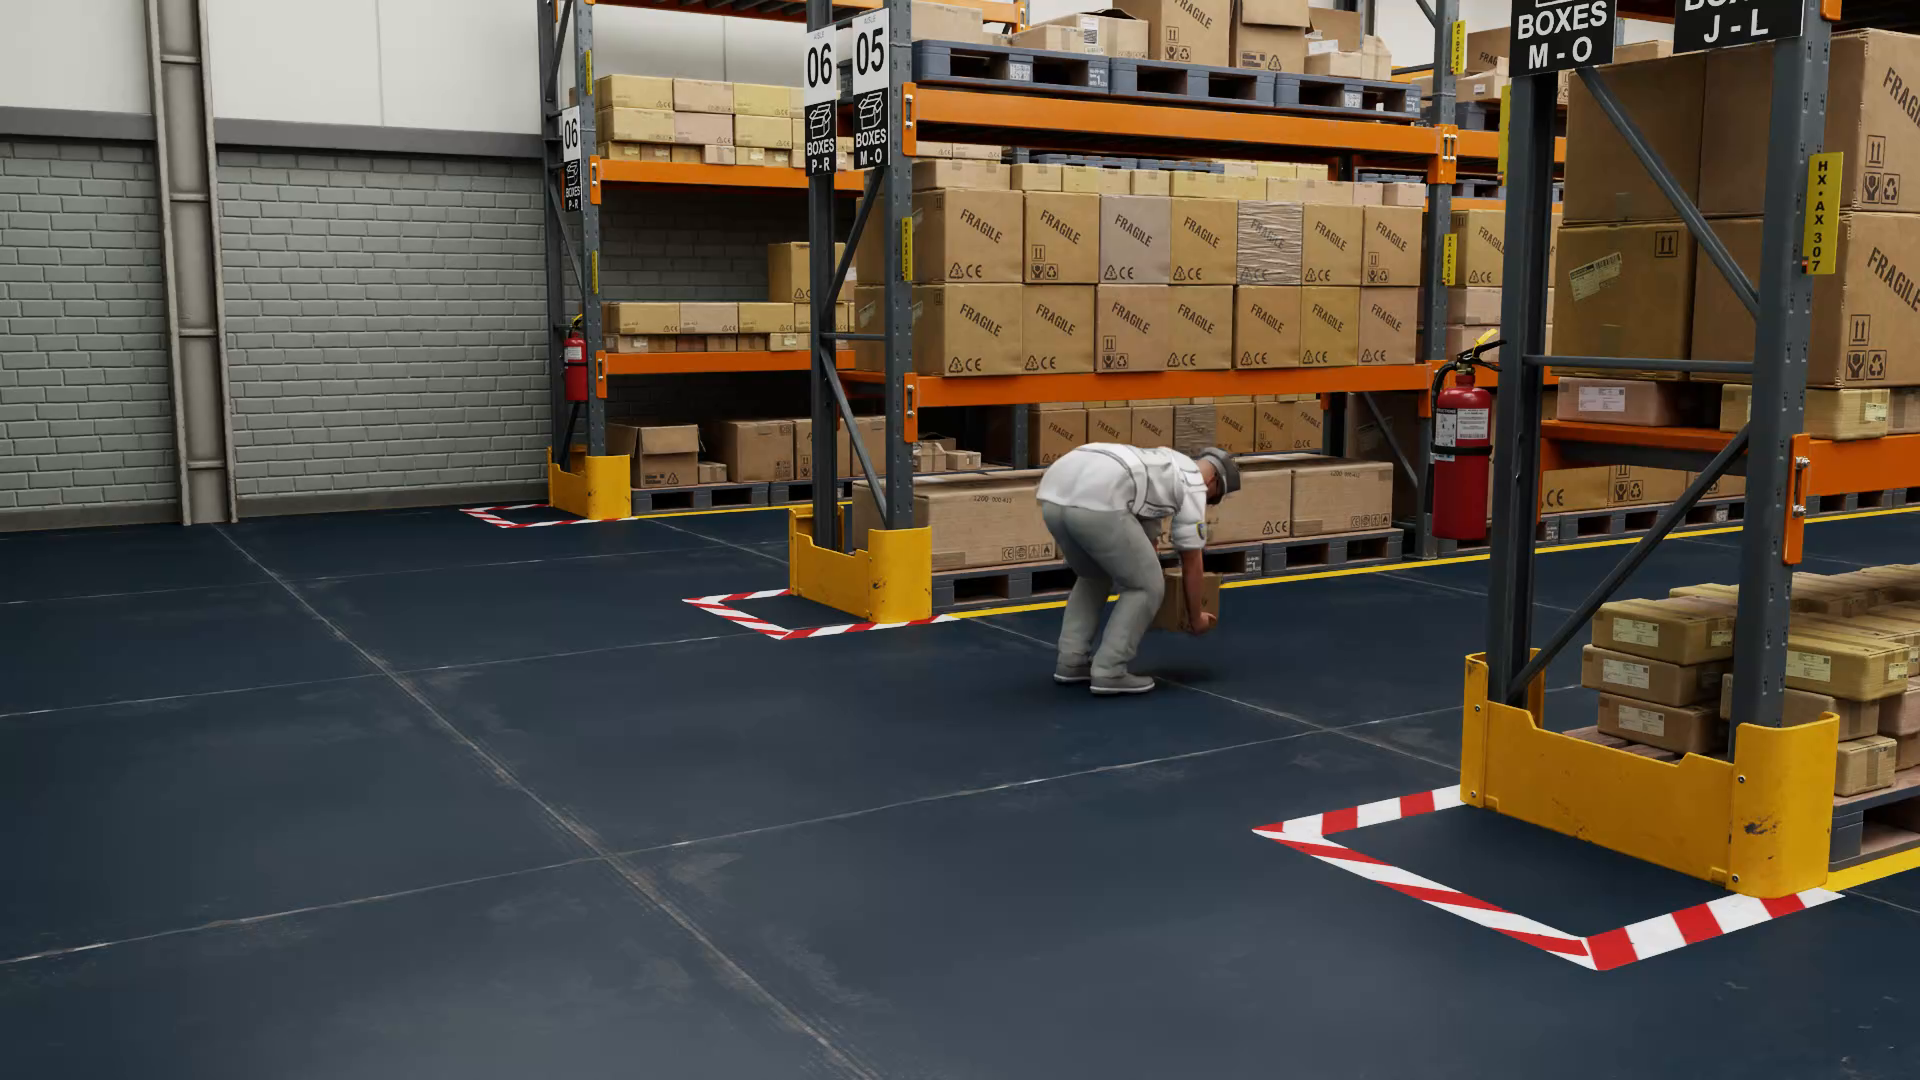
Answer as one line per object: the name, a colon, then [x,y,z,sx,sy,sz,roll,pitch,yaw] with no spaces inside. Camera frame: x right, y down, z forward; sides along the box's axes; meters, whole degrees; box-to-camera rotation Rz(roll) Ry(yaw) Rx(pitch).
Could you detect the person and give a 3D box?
person: [0.827,0.098,7.467,1.045,1.091,0.509,-5,10,-33]
